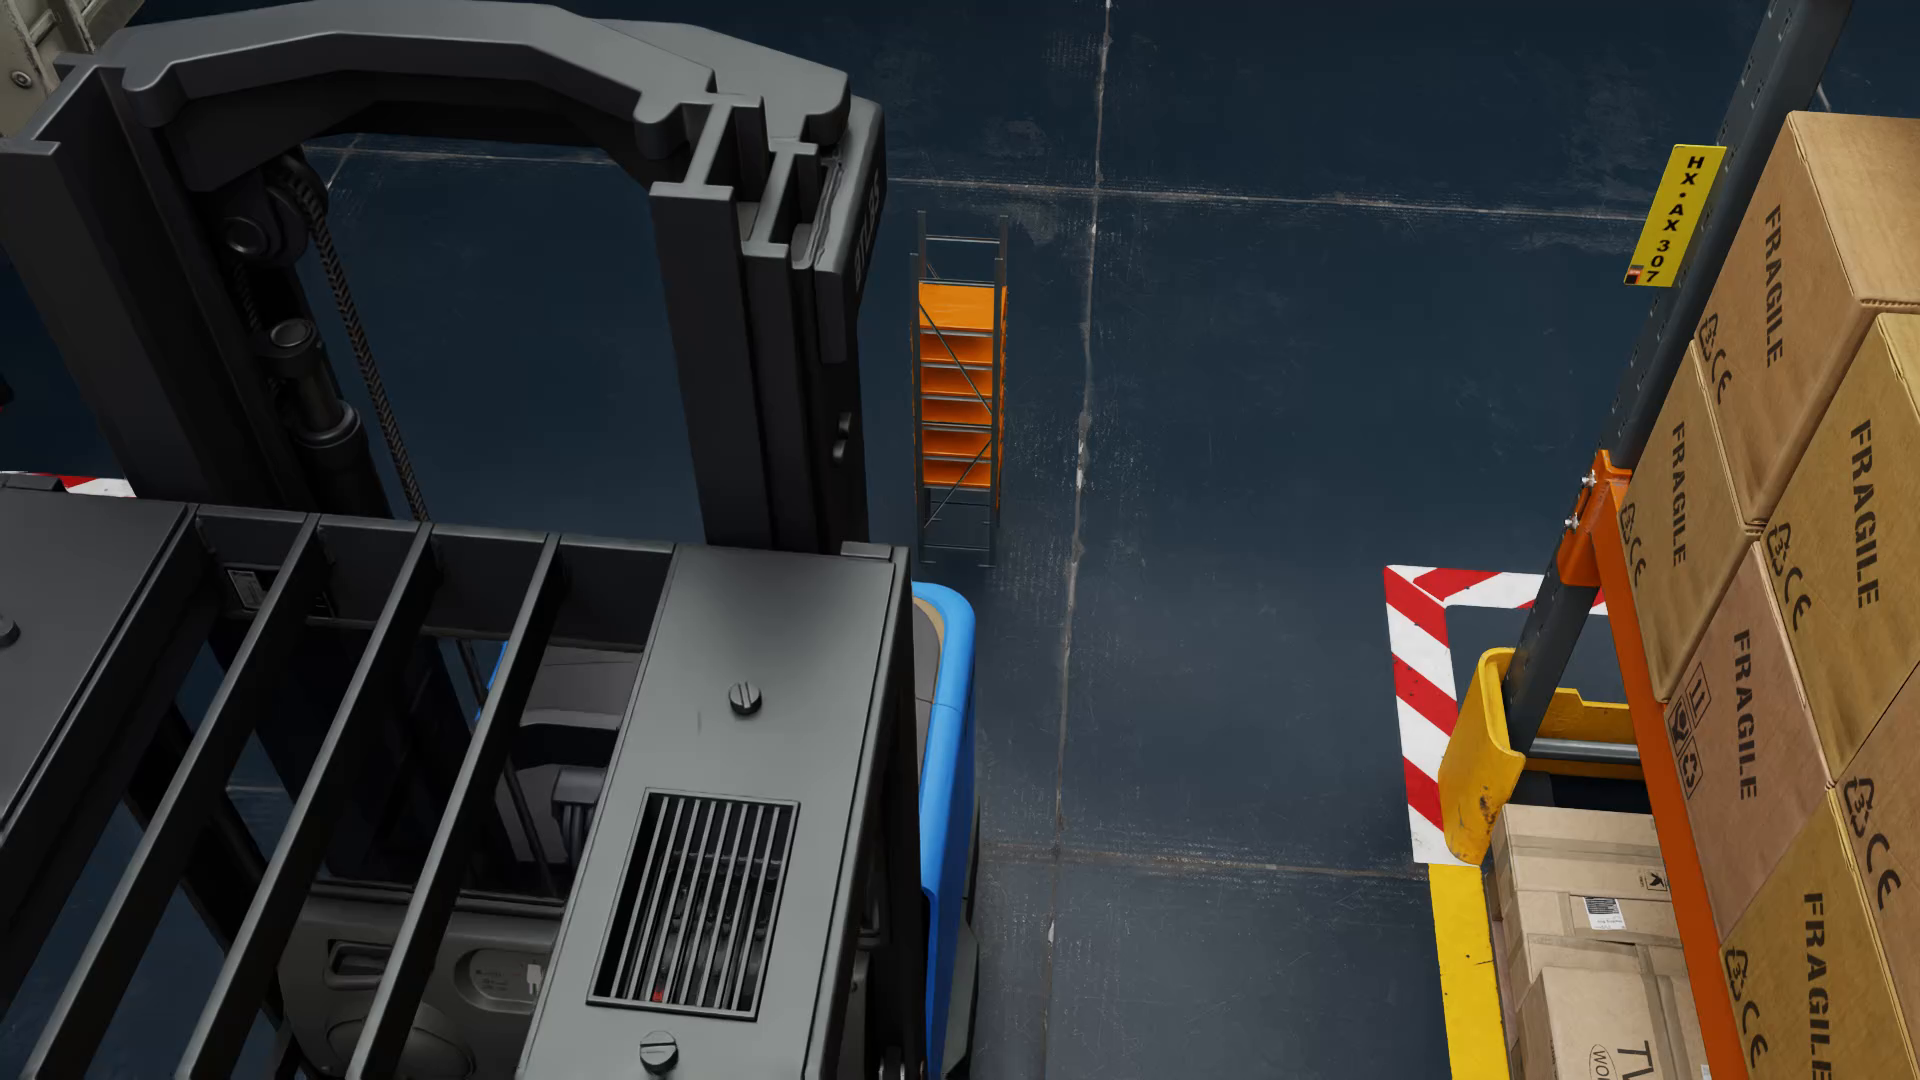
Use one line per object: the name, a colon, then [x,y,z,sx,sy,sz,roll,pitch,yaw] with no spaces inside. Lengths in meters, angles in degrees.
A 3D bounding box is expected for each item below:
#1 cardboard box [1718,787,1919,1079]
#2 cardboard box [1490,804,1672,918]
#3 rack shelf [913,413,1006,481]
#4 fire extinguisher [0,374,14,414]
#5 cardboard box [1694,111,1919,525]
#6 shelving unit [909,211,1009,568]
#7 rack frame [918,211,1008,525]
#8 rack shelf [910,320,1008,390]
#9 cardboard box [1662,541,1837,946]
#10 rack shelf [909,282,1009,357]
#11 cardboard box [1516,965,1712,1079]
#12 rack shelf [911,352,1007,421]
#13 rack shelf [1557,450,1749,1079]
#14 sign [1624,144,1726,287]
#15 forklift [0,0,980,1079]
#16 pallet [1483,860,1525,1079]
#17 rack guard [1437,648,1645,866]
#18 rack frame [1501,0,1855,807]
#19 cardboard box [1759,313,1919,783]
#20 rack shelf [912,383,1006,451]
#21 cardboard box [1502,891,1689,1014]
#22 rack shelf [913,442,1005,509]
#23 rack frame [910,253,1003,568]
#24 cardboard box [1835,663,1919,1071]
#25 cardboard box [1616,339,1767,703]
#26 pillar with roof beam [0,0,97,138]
cardboard box: [1.521,0.733,2.479,0.500,0.500,0.500,4,48,3]
cardboard box: [1.534,0.808,4.112,0.380,0.149,0.250,4,48,4]
rack shelf: [-0.001,-0.283,4.919,0.258,0.103,0.180,4,48,4]
fire extinguisher: [-2.546,-0.548,4.024,0.296,0.674,0.183,4,48,4]
cardboard box: [1.611,-0.353,2.794,0.500,0.500,0.500,5,48,5]
shelving unit: [-0.001,-0.394,4.798,0.258,1.200,0.189,4,48,4]
rack frame: [0.007,-0.462,4.859,0.240,1.200,0.006,4,48,4]
rack shelf: [-0.001,-0.526,4.653,0.258,0.103,0.180,4,48,4]
cardboard box: [1.570,0.364,2.816,0.500,0.500,0.500,3,48,3]
rack shelf: [-0.001,-0.607,4.565,0.258,0.103,0.180,4,48,4]
cardboard box: [1.537,1.238,3.651,0.500,0.250,0.500,4,48,4]
rack shelf: [-0.001,-0.445,4.742,0.258,0.103,0.180,4,48,4]
rack shelf: [1.732,1.423,2.404,1.077,0.370,4.000,4,48,4]
sign: [1.374,-0.618,3.196,0.100,0.325,0.005,4,48,4]
forklift: [-0.626,0.881,2.458,1.130,2.935,3.031,5,48,4]
pallet: [1.836,1.293,3.924,1.003,0.211,1.213,4,48,4]
rack guard: [1.907,0.610,4.354,1.175,0.500,0.348,4,48,4]
rack frame: [1.914,-0.290,3.482,1.000,3.000,0.127,4,48,4]
cardboard box: [1.571,0.032,2.443,0.500,0.500,0.500,4,48,4]
rack shelf: [-0.001,-0.364,4.830,0.258,0.103,0.180,4,48,4]
cardboard box: [1.511,0.986,3.937,0.380,0.166,0.250,4,48,4]
rack shelf: [-0.001,-0.202,5.007,0.258,0.103,0.180,4,48,4]
rack frame: [-0.010,-0.327,4.736,0.240,1.200,0.006,4,48,4]
cardboard box: [1.521,0.399,2.107,0.500,0.500,0.500,4,48,4]
cardboard box: [1.611,-0.015,3.163,0.500,0.500,0.500,5,48,4]
pillar with roof beam: [0.653,-4.398,3.174,9.100,9.000,0.400,4,48,4]
